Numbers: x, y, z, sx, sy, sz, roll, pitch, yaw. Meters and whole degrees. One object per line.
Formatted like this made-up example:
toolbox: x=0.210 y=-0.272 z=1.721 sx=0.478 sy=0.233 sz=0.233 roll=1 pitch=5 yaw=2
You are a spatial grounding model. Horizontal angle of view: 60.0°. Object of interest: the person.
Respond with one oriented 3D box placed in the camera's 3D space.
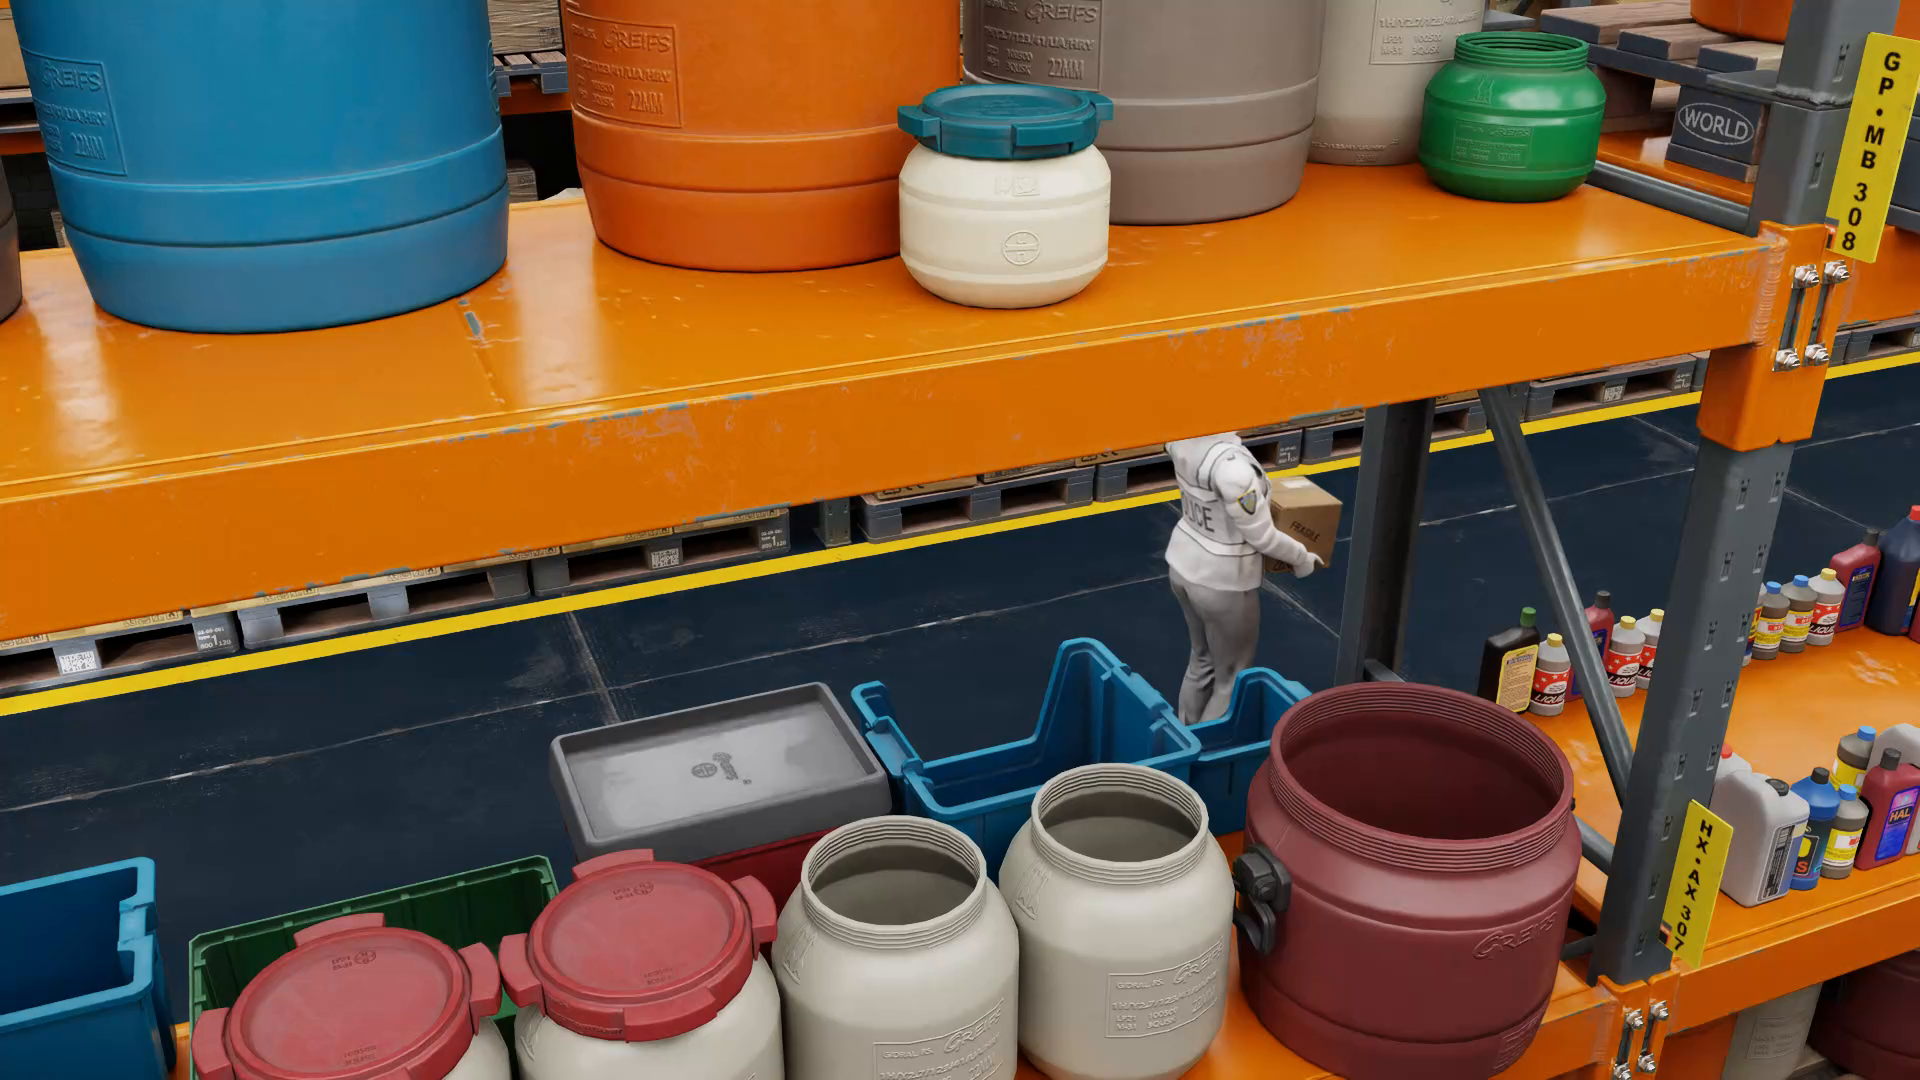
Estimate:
person: x=0.954 y=0.124 z=5.830 sx=0.556 sy=1.687 sz=0.460 roll=-10 pitch=28 yaw=-20
